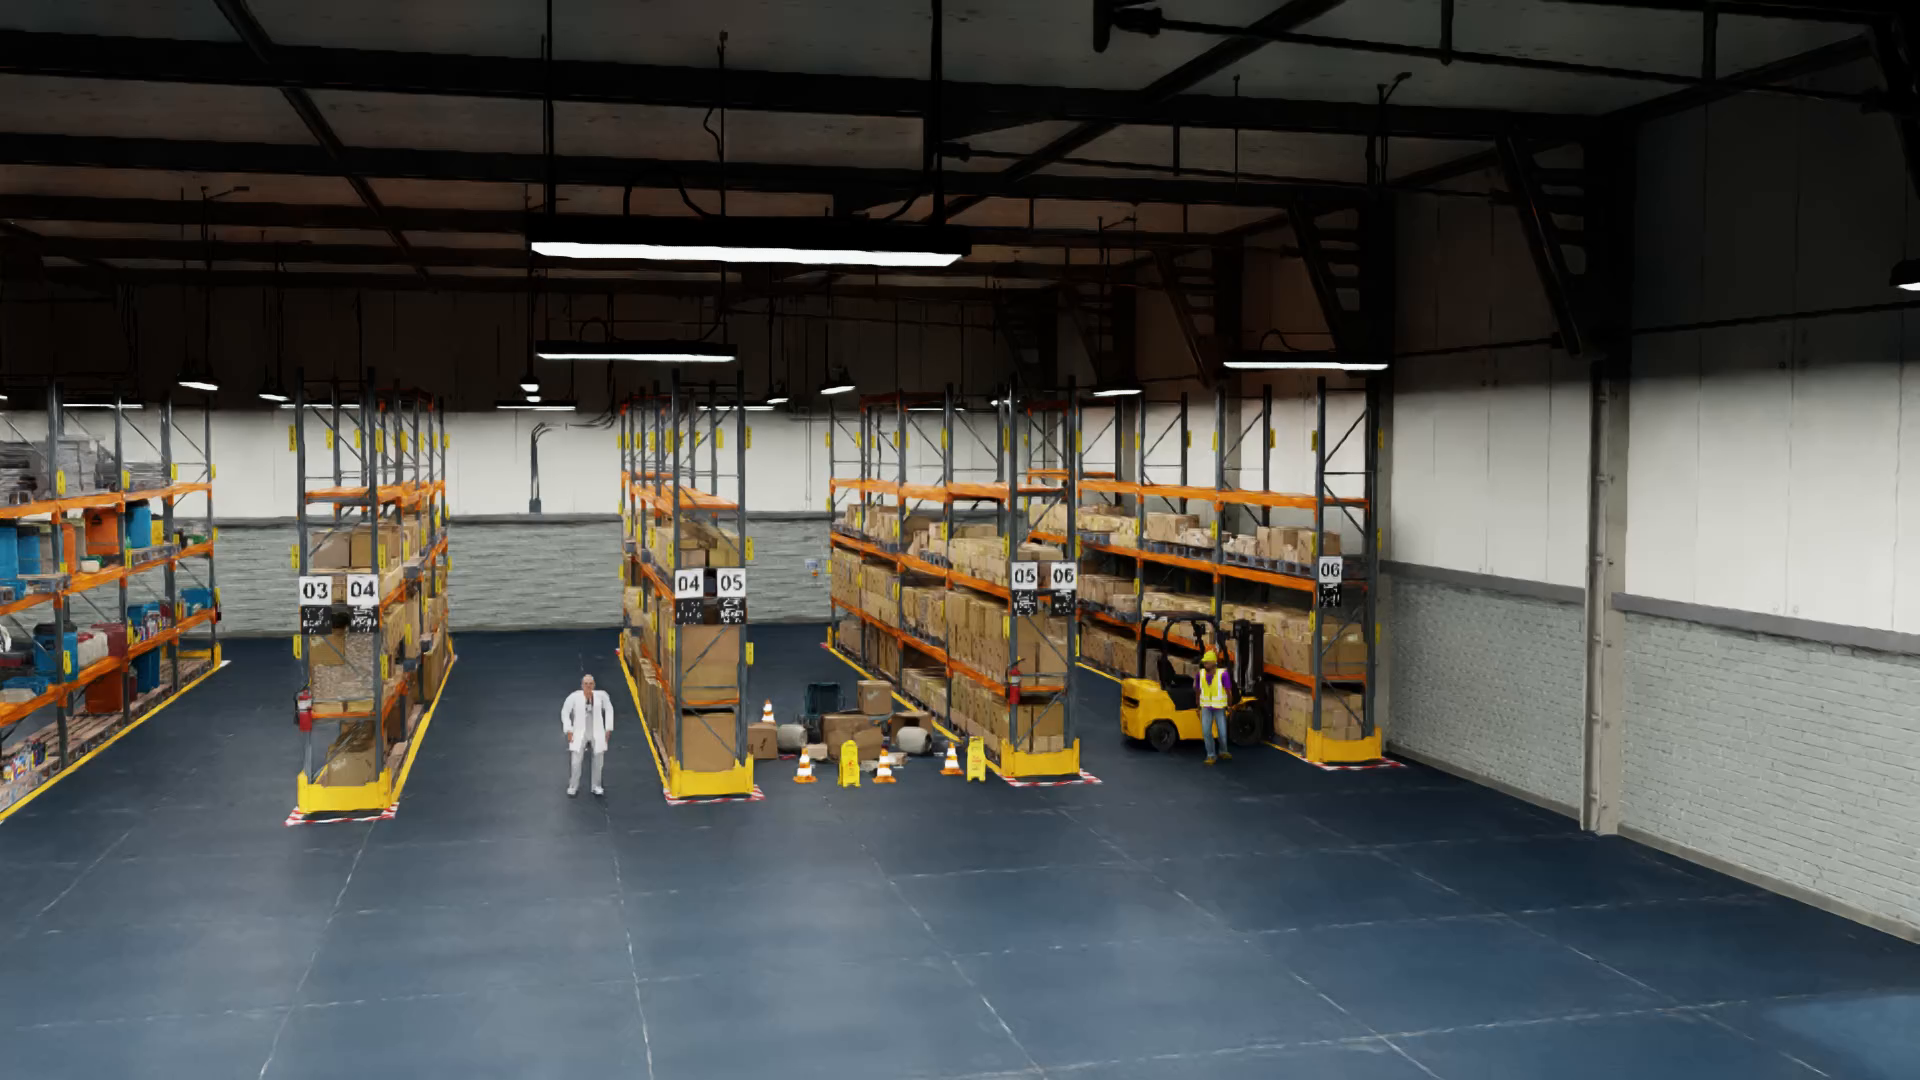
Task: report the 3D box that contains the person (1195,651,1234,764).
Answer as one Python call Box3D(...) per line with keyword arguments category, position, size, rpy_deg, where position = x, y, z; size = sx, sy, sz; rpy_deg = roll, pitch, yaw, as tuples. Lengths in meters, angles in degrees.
Box3D(category="person", position=(3.960, 2.588, 25.865), size=(0.607, 1.752, 0.574), rpy_deg=(1, 4, 22))

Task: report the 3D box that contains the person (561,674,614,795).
Box3D(category="person", position=(-5.265, 2.739, 23.485), size=(0.724, 1.733, 0.546), rpy_deg=(-1, 4, -16))

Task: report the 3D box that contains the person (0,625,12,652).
Box3D(category="person", position=(-19.076, 2.235, 32.835), size=(0.639, 1.632, 0.506), rpy_deg=(-1, 4, -16))
